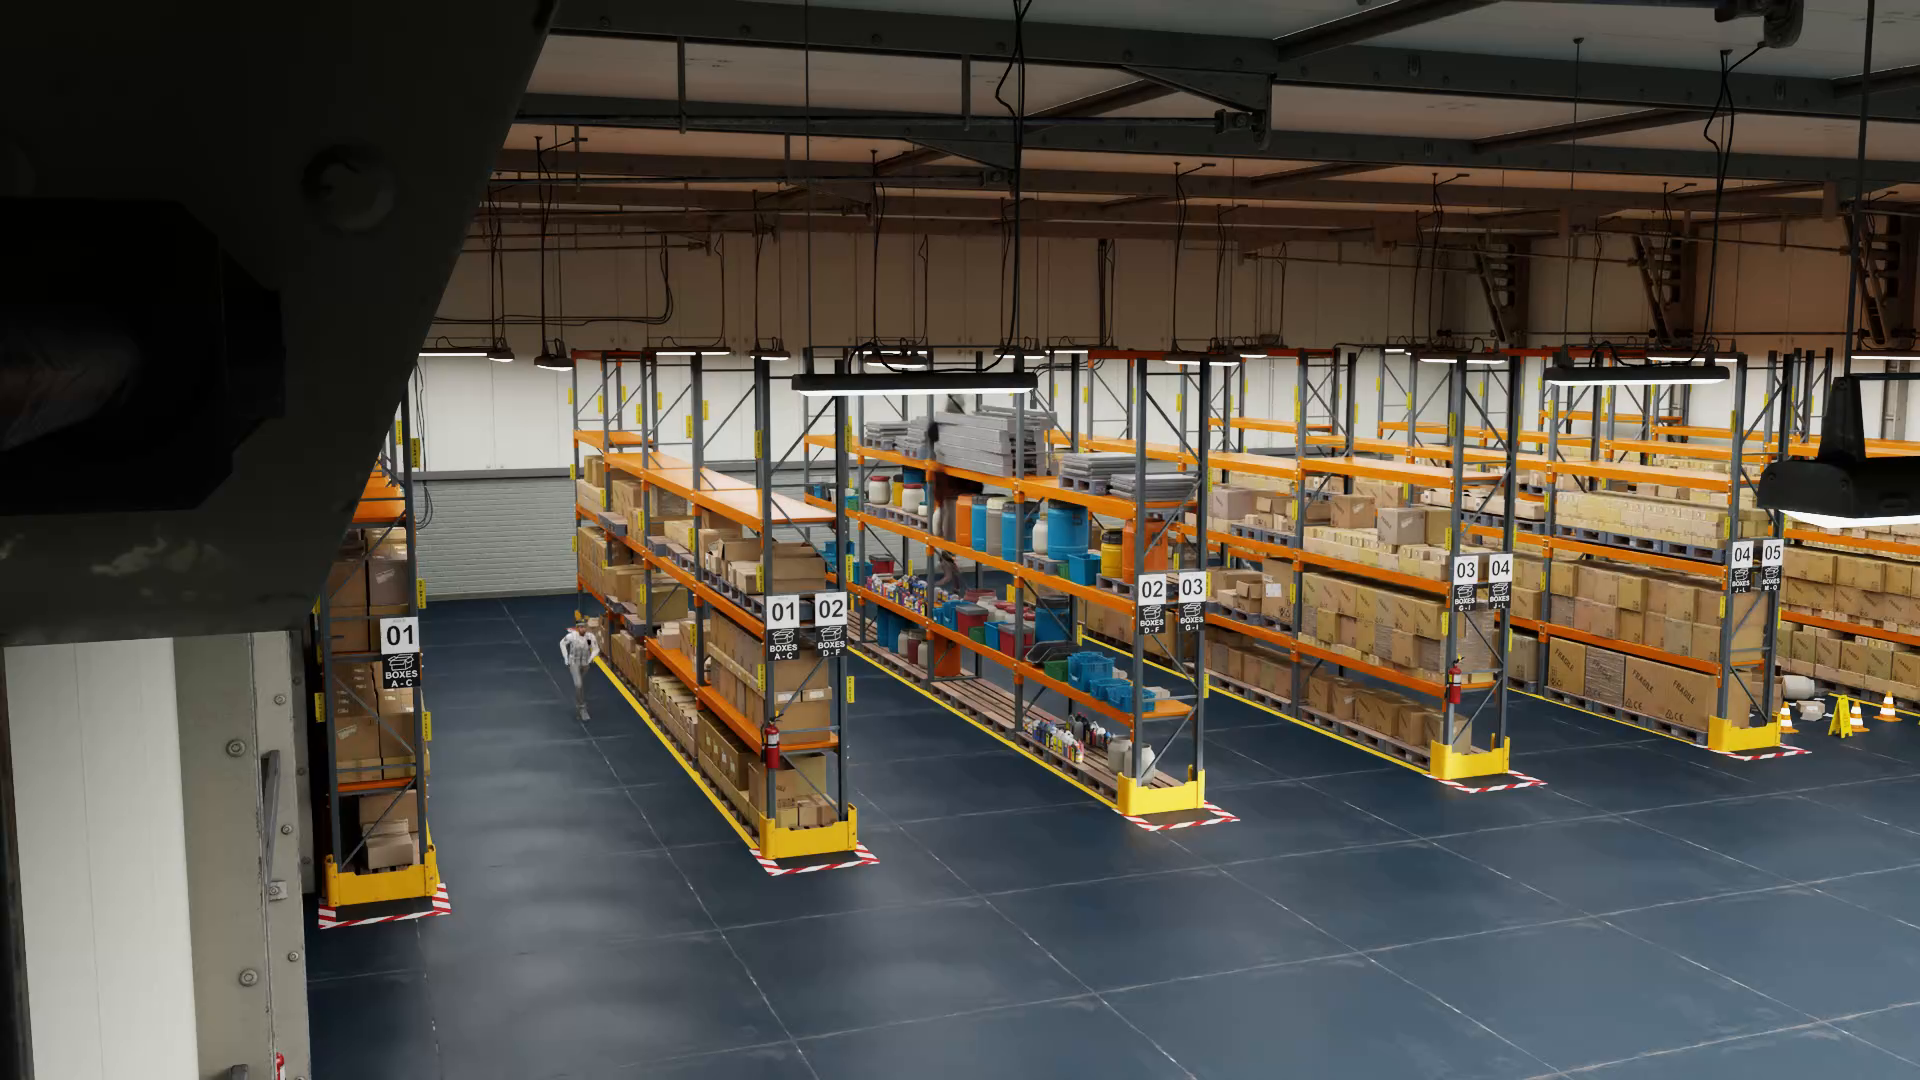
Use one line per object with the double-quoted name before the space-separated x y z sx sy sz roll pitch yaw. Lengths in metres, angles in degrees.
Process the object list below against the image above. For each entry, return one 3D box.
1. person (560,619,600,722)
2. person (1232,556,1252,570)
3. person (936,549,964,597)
"person" -6.290 2.090 27.530 0.615 1.690 0.911 -3 8 -25
"person" 7.192 0.219 42.557 0.953 1.675 0.577 -4 8 -29
"person" -0.288 0.563 39.824 0.739 1.721 0.887 1 7 6
